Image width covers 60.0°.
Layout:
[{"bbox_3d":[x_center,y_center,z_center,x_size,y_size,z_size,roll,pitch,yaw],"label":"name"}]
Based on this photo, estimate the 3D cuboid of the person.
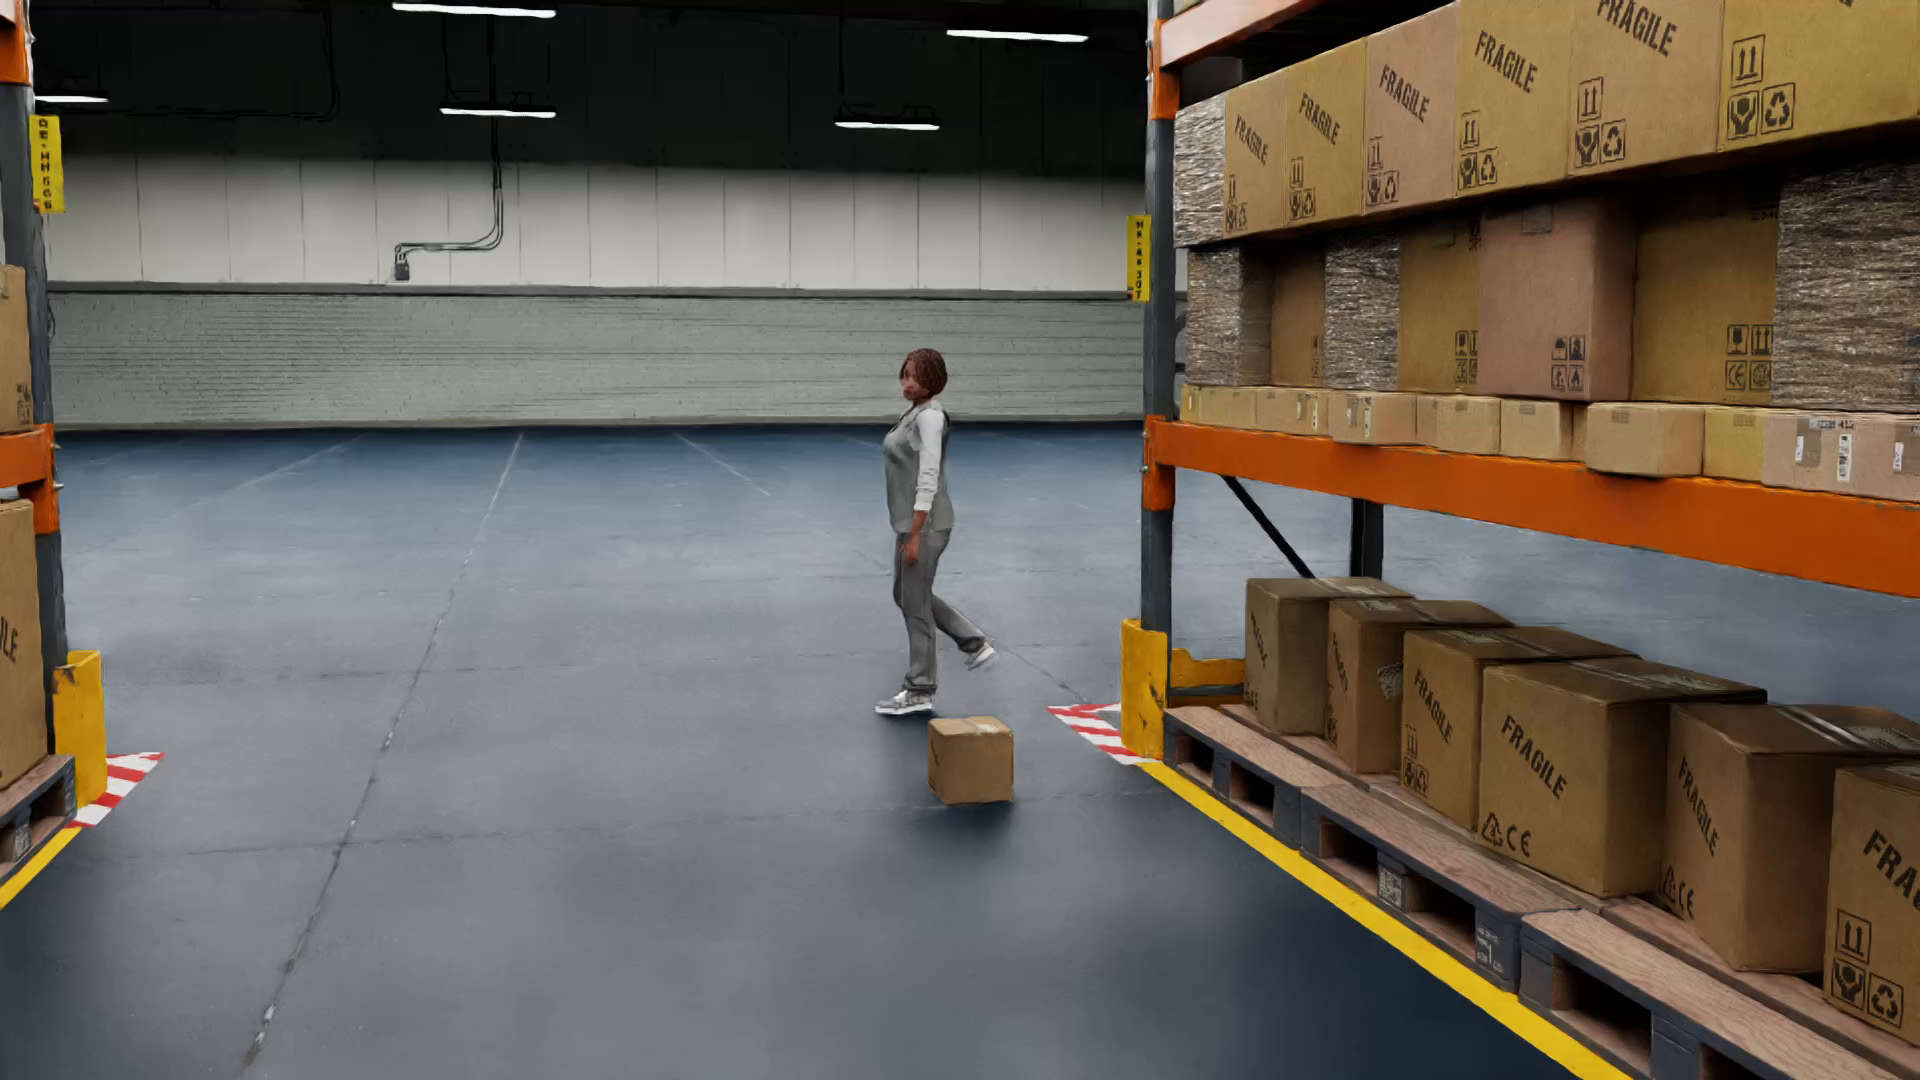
[{"bbox_3d":[-0.107,-0.024,7.294,0.559,1.553,0.610,-1,6,-7],"label":"person"}]
